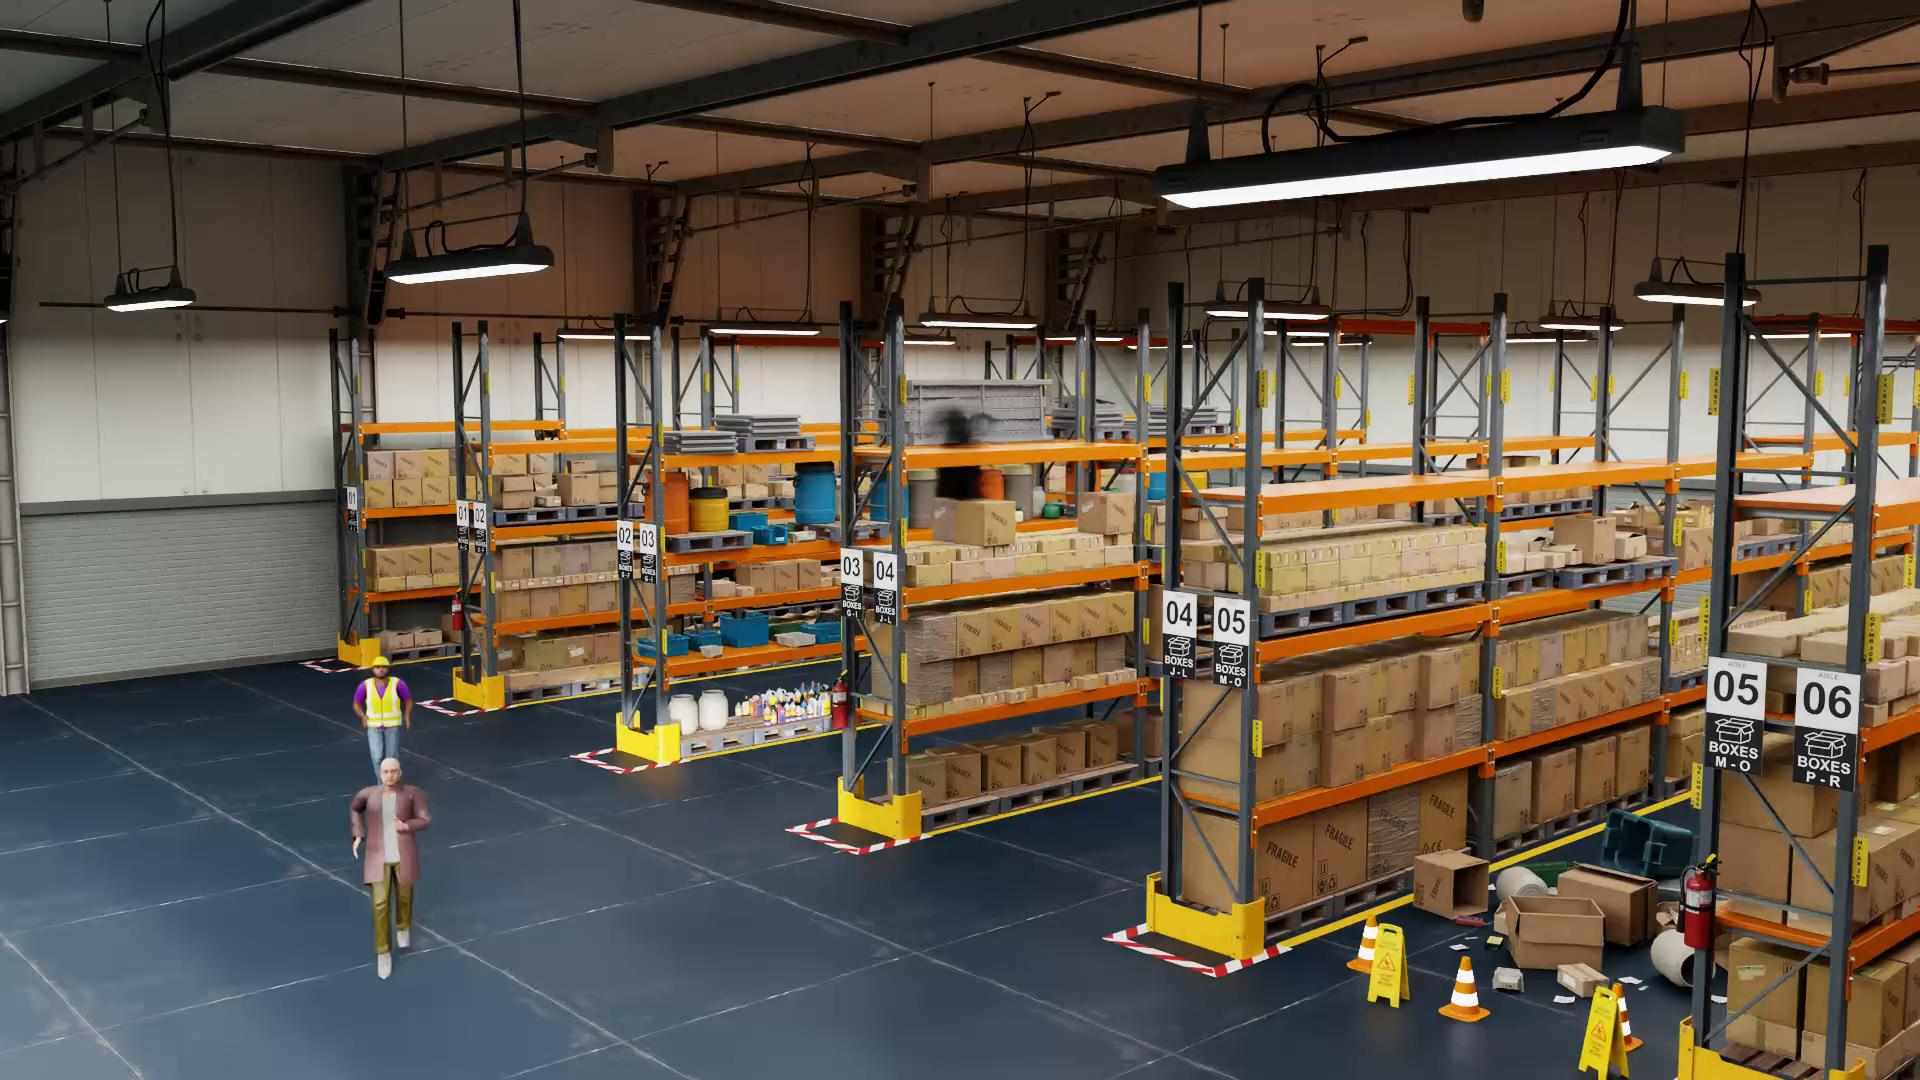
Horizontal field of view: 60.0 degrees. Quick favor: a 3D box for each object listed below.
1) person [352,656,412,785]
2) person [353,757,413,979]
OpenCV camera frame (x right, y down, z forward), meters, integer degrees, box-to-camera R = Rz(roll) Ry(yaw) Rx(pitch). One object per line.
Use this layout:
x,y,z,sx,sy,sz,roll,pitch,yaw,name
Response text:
-7.130,2.255,20.538,0.702,1.658,0.543,-2,6,-16,person
-5.010,2.821,14.667,0.649,1.831,0.926,-2,6,-20,person
